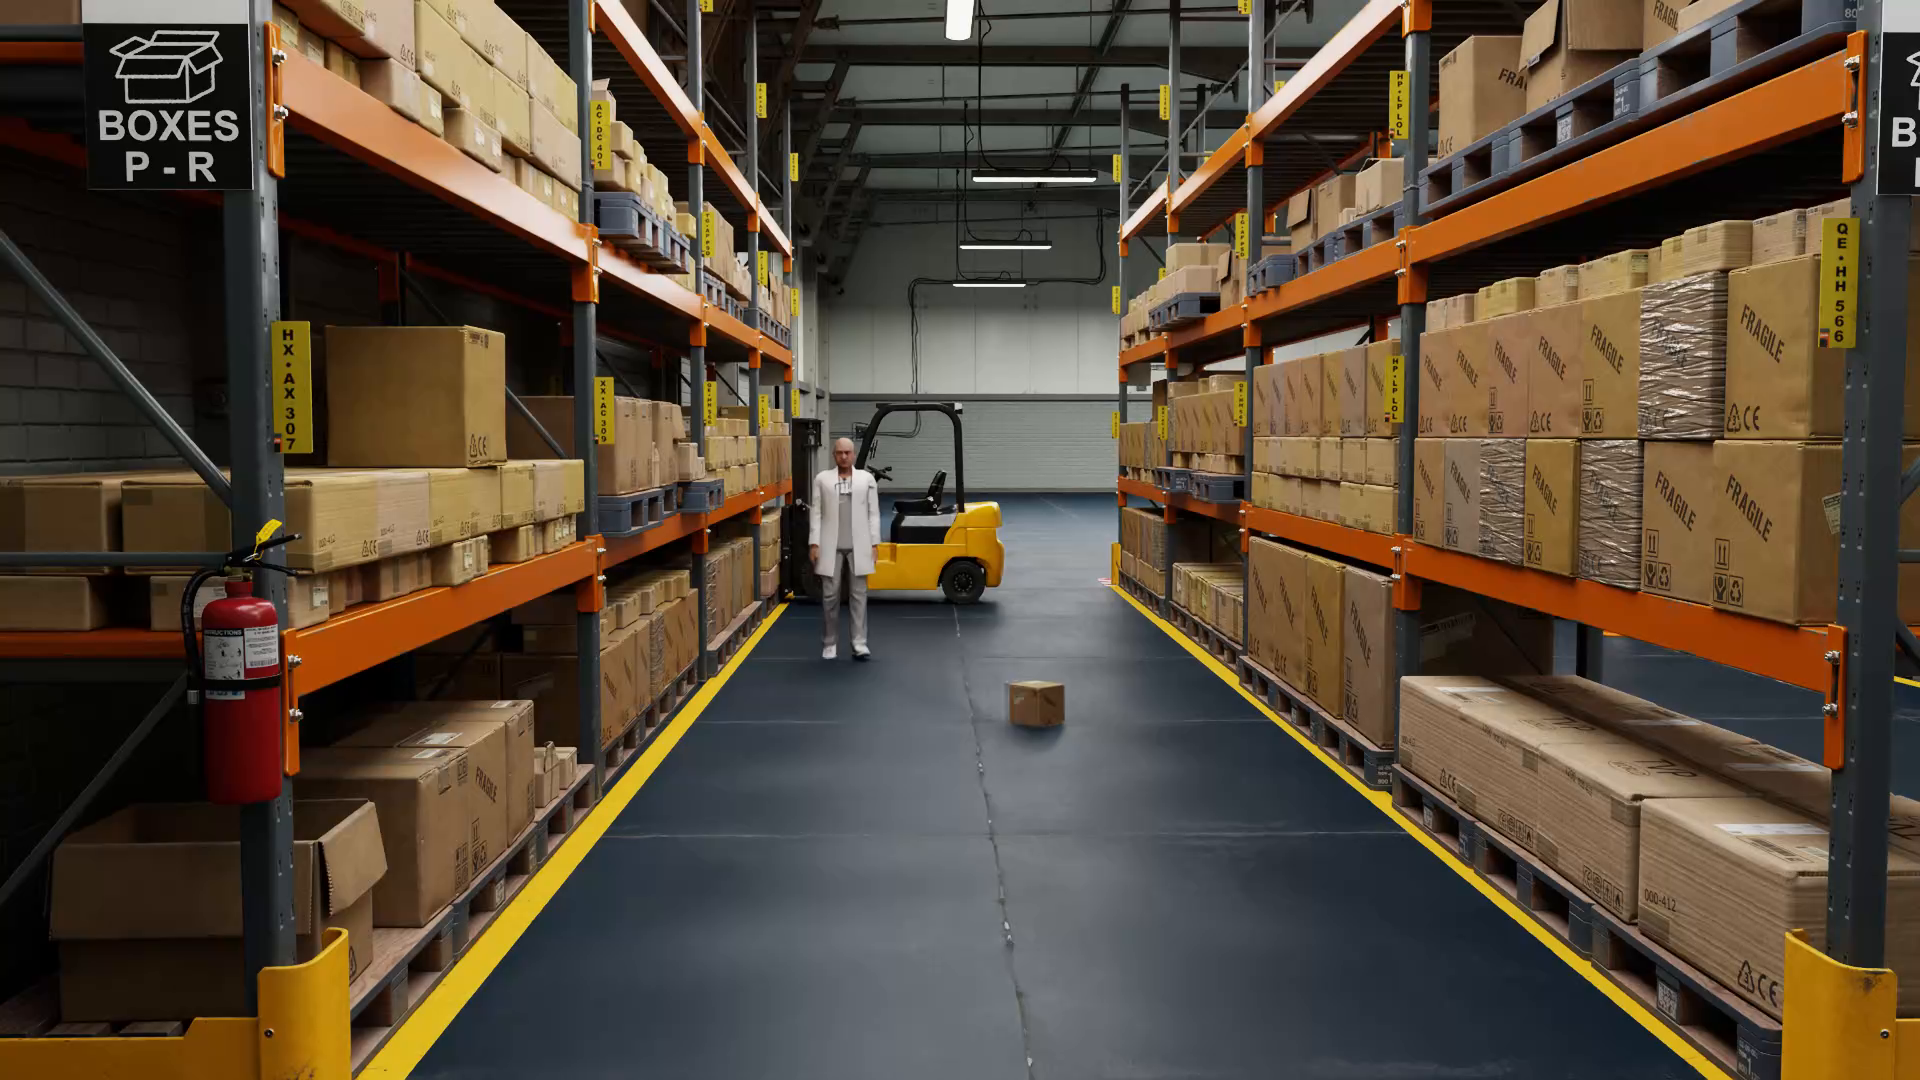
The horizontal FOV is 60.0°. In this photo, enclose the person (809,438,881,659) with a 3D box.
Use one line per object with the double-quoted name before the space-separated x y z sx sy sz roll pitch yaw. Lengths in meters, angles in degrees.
"person" -0.939 0.083 13.562 0.587 1.826 0.490 0 4 -5
